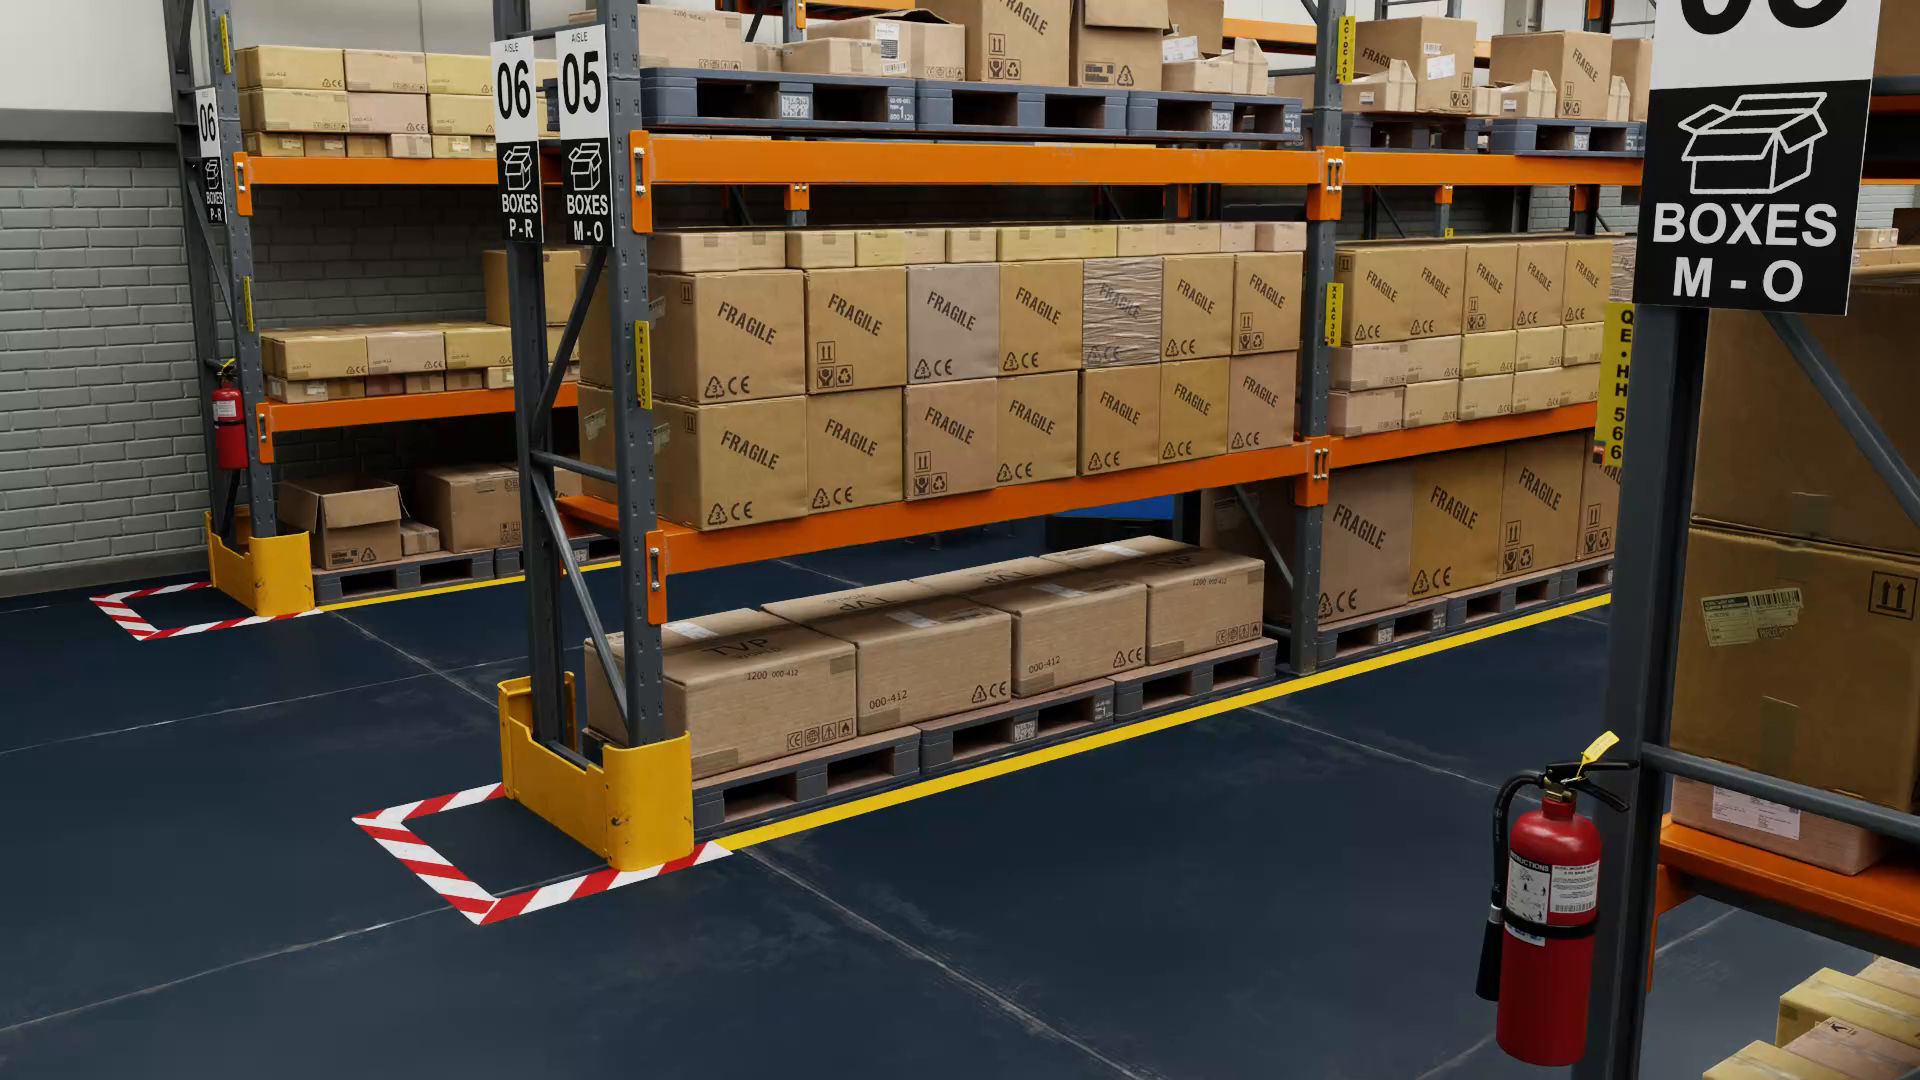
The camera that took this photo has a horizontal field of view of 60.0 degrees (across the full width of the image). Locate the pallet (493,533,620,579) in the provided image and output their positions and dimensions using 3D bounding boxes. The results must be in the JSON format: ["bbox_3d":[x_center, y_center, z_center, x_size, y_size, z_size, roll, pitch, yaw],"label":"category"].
[{"bbox_3d":[-2.996,0.007,12.090,1.213,0.211,1.003,-9,15,-38],"label":"pallet"}]

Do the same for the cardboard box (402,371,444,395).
[{"bbox_3d":[-3.612,-1.065,11.027,0.250,0.149,0.380,-9,15,-36],"label":"cardboard box"}]

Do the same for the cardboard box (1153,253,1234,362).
[{"bbox_3d":[1.001,-1.169,8.262,0.500,0.500,0.500,-10,15,-38],"label":"cardboard box"}]

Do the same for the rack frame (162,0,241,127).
[{"bbox_3d":[-4.629,-4.021,9.901,0.127,3.000,1.000,-9,15,-38],"label":"rack frame"}]

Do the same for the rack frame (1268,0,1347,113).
[{"bbox_3d":[1.598,-3.736,8.557,0.127,3.000,1.000,-9,15,-38],"label":"rack frame"}]

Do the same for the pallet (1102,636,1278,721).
[{"bbox_3d":[0.955,0.649,9.064,1.213,0.211,1.003,-9,15,-38],"label":"pallet"}]

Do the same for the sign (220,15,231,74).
[{"bbox_3d":[-4.290,-2.893,9.708,0.005,0.325,0.100,-9,15,-38],"label":"sign"}]

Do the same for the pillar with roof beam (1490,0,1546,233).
[{"bbox_3d":[9.447,-5.455,16.653,0.400,9.000,9.100,-9,15,-38],"label":"pillar with roof beam"}]

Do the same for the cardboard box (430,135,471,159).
[{"bbox_3d":[-3.377,-2.554,10.819,0.250,0.149,0.380,-9,15,-38],"label":"cardboard box"}]

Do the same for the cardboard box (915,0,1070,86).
[{"bbox_3d":[0.143,-2.290,7.477,0.500,0.500,0.500,-9,15,-37],"label":"cardboard box"}]

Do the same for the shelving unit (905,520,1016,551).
[{"bbox_3d":[0.005,-0.735,12.477,0.755,1.500,0.431,-9,15,-38],"label":"shelving unit"}]

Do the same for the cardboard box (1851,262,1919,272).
[{"bbox_3d":[2.244,-0.341,3.650,0.500,0.500,0.500,-10,16,-40],"label":"cardboard box"}]

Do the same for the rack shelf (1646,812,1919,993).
[{"bbox_3d":[3.208,0.600,4.313,4.000,0.370,1.077,-9,15,-38],"label":"rack shelf"}]

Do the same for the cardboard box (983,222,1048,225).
[{"bbox_3d":[0.223,-1.484,8.185,0.250,0.149,0.380,-9,15,-38],"label":"cardboard box"}]

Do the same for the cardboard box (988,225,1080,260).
[{"bbox_3d":[0.336,-1.375,7.672,0.250,0.149,0.380,-9,15,-38],"label":"cardboard box"}]

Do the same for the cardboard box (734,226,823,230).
[{"bbox_3d":[-0.816,-1.326,7.444,0.250,0.149,0.380,-9,15,-36],"label":"cardboard box"}]

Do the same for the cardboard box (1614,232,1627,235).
[{"bbox_3d":[7.717,-3.594,19.813,0.250,0.149,0.380,-9,15,-38],"label":"cardboard box"}]

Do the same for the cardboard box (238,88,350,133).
[{"bbox_3d":[-4.112,-2.639,10.260,0.500,0.250,0.500,-10,15,-38],"label":"cardboard box"}]

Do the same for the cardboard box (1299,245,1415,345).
[{"bbox_3d":[2.121,-1.350,9.115,0.500,0.500,0.500,-9,15,-37],"label":"cardboard box"}]

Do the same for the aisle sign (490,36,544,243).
[{"bbox_3d":[-1.775,-1.595,6.658,0.004,0.787,0.394,-9,15,-38],"label":"aisle sign"}]

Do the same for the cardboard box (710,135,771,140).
[{"bbox_3d":[-1.726,-3.042,12.156,0.500,0.250,0.500,-9,15,-37],"label":"cardboard box"}]

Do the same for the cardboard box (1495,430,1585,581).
[{"bbox_3d":[3.431,-0.295,10.901,0.875,0.875,0.875,-9,15,-37],"label":"cardboard box"}]

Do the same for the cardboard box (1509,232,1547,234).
[{"bbox_3d":[6.654,-3.533,19.525,0.250,0.149,0.380,-9,15,-36],"label":"cardboard box"}]

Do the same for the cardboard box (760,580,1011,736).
[{"bbox_3d":[-0.363,0.544,8.003,0.875,0.438,0.875,-9,15,-36],"label":"cardboard box"}]

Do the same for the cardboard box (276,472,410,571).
[{"bbox_3d":[-4.092,-0.135,11.042,0.637,0.503,0.797,-10,16,-40],"label":"cardboard box"}]

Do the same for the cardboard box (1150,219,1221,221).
[{"bbox_3d":[1.189,-1.657,9.003,0.250,0.149,0.380,-10,15,-38],"label":"cardboard box"}]

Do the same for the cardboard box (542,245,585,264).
[{"bbox_3d":[-2.835,-1.895,12.169,0.500,0.500,0.500,-10,16,-39],"label":"cardboard box"}]

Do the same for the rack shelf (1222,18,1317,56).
[{"bbox_3d":[3.179,-4.771,16.128,4.000,0.370,1.077,-9,15,-38],"label":"rack shelf"}]

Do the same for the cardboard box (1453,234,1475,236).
[{"bbox_3d":[5.593,-3.381,18.812,0.250,0.149,0.380,-10,15,-39],"label":"cardboard box"}]

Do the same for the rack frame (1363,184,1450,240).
[{"bbox_3d":[4.741,-2.644,17.857,0.127,3.000,1.000,-9,15,-38],"label":"rack frame"}]

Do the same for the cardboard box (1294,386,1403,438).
[{"bbox_3d":[2.107,-0.742,9.263,0.500,0.250,0.500,-10,15,-39],"label":"cardboard box"}]

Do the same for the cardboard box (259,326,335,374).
[{"bbox_3d":[-4.436,-1.261,10.993,0.500,0.250,0.500,-9,15,-36],"label":"cardboard box"}]

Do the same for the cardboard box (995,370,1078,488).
[{"bbox_3d":[0.196,-0.548,7.745,0.500,0.500,0.500,-9,15,-36],"label":"cardboard box"}]

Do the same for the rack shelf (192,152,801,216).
[{"bbox_3d":[-3.067,-2.462,11.510,4.000,0.370,1.077,-9,15,-38],"label":"rack shelf"}]

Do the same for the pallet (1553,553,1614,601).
[{"bbox_3d":[4.059,0.134,11.489,1.213,0.211,1.003,-9,15,-38],"label":"pallet"}]

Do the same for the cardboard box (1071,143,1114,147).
[{"bbox_3d":[0.977,-3.347,14.310,0.500,0.250,0.500,-9,15,-37],"label":"cardboard box"}]

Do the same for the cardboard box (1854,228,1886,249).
[{"bbox_3d":[6.896,-2.329,12.845,0.250,0.149,0.380,-10,16,-40],"label":"cardboard box"}]

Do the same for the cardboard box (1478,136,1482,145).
[{"bbox_3d":[5.281,-4.251,17.560,0.250,0.149,0.380,-9,15,-36],"label":"cardboard box"}]

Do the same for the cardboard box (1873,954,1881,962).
[{"bbox_3d":[2.673,1.151,4.405,0.250,0.149,0.380,-9,15,-36],"label":"cardboard box"}]

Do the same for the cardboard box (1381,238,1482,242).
[{"bbox_3d":[2.993,-1.638,10.475,0.500,0.500,0.500,-9,15,-37],"label":"cardboard box"}]

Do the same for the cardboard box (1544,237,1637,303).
[{"bbox_3d":[4.086,-1.681,10.674,0.500,0.500,0.500,-9,15,-37],"label":"cardboard box"}]

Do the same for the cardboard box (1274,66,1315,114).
[{"bbox_3d":[2.155,-2.579,9.533,0.500,0.311,0.500,-9,15,-38],"label":"cardboard box"}]

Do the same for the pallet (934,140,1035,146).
[{"bbox_3d":[-0.145,-3.189,13.658,1.003,0.211,1.213,-9,15,-38],"label":"pallet"}]

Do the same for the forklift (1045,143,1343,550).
[{"bbox_3d":[2.180,-1.362,11.986,3.031,2.935,1.130,2,12,9],"label":"forklift"}]

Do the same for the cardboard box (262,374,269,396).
[{"bbox_3d":[-4.538,-1.050,10.958,0.250,0.149,0.380,-10,15,-38],"label":"cardboard box"}]

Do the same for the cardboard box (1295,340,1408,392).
[{"bbox_3d":[2.118,-0.984,9.197,0.500,0.250,0.500,-10,16,-39],"label":"cardboard box"}]

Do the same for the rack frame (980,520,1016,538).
[{"bbox_3d":[0.291,-0.782,12.701,0.023,1.500,0.400,-9,15,-38],"label":"rack frame"}]

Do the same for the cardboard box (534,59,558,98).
[{"bbox_3d":[-2.941,-3.086,11.158,0.500,0.250,0.500,-9,15,-36],"label":"cardboard box"}]

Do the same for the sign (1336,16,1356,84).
[{"bbox_3d":[1.946,-2.470,8.383,0.005,0.325,0.100,-9,15,-38],"label":"sign"}]

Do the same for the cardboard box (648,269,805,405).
[{"bbox_3d":[-0.973,-0.836,6.697,0.500,0.500,0.500,-10,15,-39],"label":"cardboard box"}]

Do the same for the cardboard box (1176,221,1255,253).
[{"bbox_3d":[1.283,-1.548,8.489,0.250,0.149,0.380,-9,15,-36],"label":"cardboard box"}]

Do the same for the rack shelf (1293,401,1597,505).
[{"bbox_3d":[3.160,-0.709,10.477,4.000,0.370,1.077,-9,15,-38],"label":"rack shelf"}]

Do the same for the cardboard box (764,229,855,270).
[{"bbox_3d":[-0.640,-1.199,6.845,0.250,0.149,0.380,-9,15,-36],"label":"cardboard box"}]
